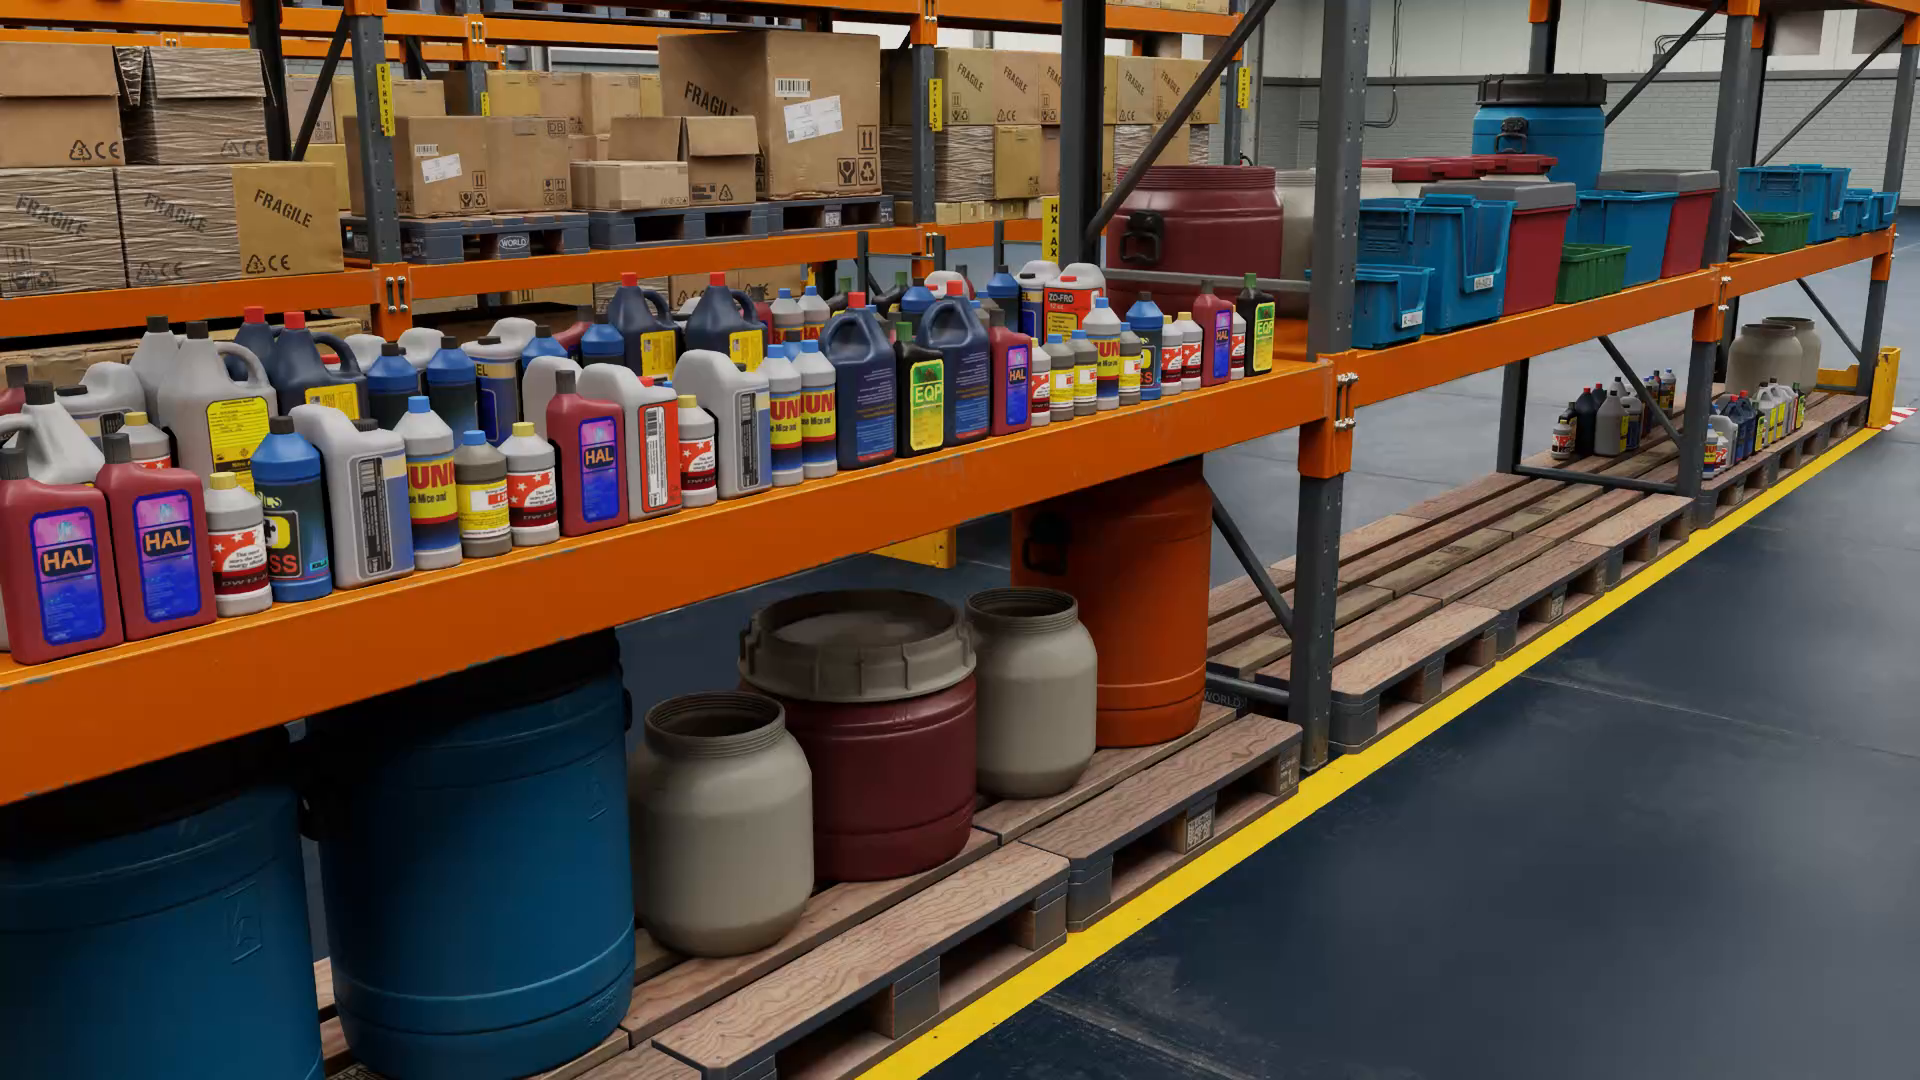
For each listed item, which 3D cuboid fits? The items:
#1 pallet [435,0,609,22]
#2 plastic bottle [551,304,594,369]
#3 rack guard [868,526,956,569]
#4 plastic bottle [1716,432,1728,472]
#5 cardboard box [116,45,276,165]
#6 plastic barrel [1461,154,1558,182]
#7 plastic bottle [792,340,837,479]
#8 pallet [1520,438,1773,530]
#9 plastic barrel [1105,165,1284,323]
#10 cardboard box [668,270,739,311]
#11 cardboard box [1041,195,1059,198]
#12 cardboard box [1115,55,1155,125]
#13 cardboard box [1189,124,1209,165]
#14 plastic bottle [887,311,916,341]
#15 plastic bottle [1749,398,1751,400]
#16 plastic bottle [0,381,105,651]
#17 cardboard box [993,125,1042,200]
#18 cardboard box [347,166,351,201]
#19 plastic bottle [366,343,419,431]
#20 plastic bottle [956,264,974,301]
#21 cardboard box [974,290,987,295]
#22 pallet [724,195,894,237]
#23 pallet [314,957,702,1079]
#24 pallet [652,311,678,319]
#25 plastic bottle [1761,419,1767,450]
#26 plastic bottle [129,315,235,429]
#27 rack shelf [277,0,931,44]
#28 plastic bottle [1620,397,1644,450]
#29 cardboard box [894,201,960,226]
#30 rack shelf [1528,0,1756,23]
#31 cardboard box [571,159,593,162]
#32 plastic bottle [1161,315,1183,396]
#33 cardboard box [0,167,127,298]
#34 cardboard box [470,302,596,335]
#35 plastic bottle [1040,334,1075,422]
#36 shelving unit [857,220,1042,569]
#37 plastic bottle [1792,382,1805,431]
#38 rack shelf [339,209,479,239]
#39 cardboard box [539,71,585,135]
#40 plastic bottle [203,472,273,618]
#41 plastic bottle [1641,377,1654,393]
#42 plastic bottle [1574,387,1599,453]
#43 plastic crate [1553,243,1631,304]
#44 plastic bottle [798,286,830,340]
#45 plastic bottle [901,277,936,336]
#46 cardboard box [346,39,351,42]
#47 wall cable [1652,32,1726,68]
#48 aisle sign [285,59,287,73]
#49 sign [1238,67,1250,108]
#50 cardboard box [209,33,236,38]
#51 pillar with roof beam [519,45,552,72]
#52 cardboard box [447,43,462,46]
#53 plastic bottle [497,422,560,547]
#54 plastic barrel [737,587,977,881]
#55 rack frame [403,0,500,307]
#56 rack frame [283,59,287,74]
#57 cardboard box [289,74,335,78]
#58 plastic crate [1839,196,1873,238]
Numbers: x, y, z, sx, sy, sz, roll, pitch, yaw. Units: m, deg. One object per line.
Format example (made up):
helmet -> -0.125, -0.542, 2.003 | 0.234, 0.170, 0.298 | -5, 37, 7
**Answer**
pallet -> -3.864, -4.690, 14.580 | 1.003, 0.211, 1.213 | 11, 18, 38
plastic bottle -> -0.884, -0.396, 3.825 | 0.061, 0.283, 0.133 | 11, 18, 38
rack guard -> -0.265, -0.040, 7.774 | 0.587, 0.250, 0.087 | 11, 18, 38
plastic bottle -> 3.930, -0.460, 8.630 | 0.097, 0.201, 0.097 | 0, 14, 0
cardboard box -> -3.578, -1.968, 7.538 | 0.797, 0.503, 0.637 | 12, 19, 39
plastic barrel -> 2.489, -1.487, 7.609 | 0.433, 0.535, 0.433 | 0, 14, 0
plastic bottle -> -0.297, -0.264, 3.332 | 0.097, 0.271, 0.097 | 0, 14, 0
pallet -> 3.715, -0.341, 9.038 | 1.003, 0.211, 1.213 | 11, 18, 38
plastic barrel -> 0.803, -1.006, 5.716 | 0.600, 0.536, 0.708 | 11, 18, 38
cardboard box -> -2.798, -2.755, 16.338 | 0.875, 0.875, 0.875 | 11, 18, 37
cardboard box -> 0.544, -2.453, 12.198 | 0.380, 0.149, 0.250 | 11, 18, 38
cardboard box -> 1.143, -3.445, 12.753 | 0.500, 0.500, 0.500 | 11, 18, 38
cardboard box -> 1.555, -3.195, 13.799 | 0.875, 0.500, 0.500 | 11, 18, 38
plastic bottle -> -0.123, -0.373, 3.735 | 0.061, 0.283, 0.133 | 11, 18, 38
plastic bottle -> 4.586, -0.719, 9.652 | 0.097, 0.201, 0.097 | 0, 14, 0
plastic bottle -> -1.269, -0.040, 2.287 | 0.144, 0.351, 0.185 | 11, 18, 38
cardboard box -> 0.081, -2.697, 11.839 | 0.875, 0.500, 0.500 | 11, 18, 38
cardboard box -> -4.824, -2.934, 13.379 | 0.500, 0.500, 0.500 | 11, 18, 37
plastic bottle -> -1.116, -0.253, 3.286 | 0.097, 0.271, 0.097 | 0, 14, 0
plastic bottle -> -0.019, -0.659, 4.863 | 0.061, 0.283, 0.133 | 11, 18, 38
cardboard box -> 0.374, -1.641, 12.716 | 0.500, 0.500, 0.500 | 9, 17, 33
pallet -> -1.185, -2.120, 10.767 | 1.003, 0.211, 1.213 | 11, 18, 38
pallet -> -1.250, 1.172, 3.082 | 1.003, 0.211, 1.213 | 11, 18, 38
pallet -> -3.081, -2.141, 16.121 | 1.003, 0.211, 1.213 | 11, 18, 38
plastic bottle -> 4.405, -0.605, 9.201 | 0.097, 0.201, 0.097 | 0, 14, 0
plastic bottle -> -1.444, -0.241, 3.081 | 0.144, 0.351, 0.185 | 11, 18, 38
rack shelf -> -1.849, -3.059, 9.442 | 1.077, 0.370, 4.000 | 11, 18, 38
plastic bottle -> 3.693, -0.650, 9.229 | 0.152, 0.276, 0.135 | 11, 18, 38
cardboard box -> -0.223, -2.210, 11.240 | 0.380, 0.149, 0.250 | 11, 18, 38
rack shelf -> 2.004, -2.293, 6.425 | 1.077, 0.370, 4.000 | 11, 18, 38
cardboard box -> -2.268, -2.071, 9.602 | 0.396, 0.266, 0.258 | 11, 18, 36
plastic bottle -> 0.531, -0.483, 4.335 | 0.097, 0.201, 0.097 | 0, 14, 0
cardboard box -> -3.865, -1.292, 6.914 | 0.500, 0.500, 0.500 | 11, 18, 36
cardboard box -> -2.383, -1.172, 9.306 | 0.500, 0.250, 0.500 | -14, 20, -43
plastic bottle -> 0.225, -0.390, 3.968 | 0.097, 0.201, 0.097 | 0, 14, 0
shelving unit -> 0.048, -0.742, 7.996 | 0.587, 1.500, 1.083 | 11, 18, 38
plastic bottle -> 4.902, -0.789, 9.759 | 0.061, 0.283, 0.133 | 12, 18, 39
rack shelf -> -5.643, -2.392, 12.909 | 1.077, 0.370, 4.000 | 11, 18, 38
cardboard box -> -3.872, -3.909, 14.920 | 0.875, 0.550, 0.550 | 11, 18, 38
plastic bottle -> -1.063, 0.003, 2.422 | 0.097, 0.201, 0.097 | 0, 14, 0
plastic bottle -> 4.114, -0.844, 10.000 | 0.097, 0.271, 0.097 | 0, 14, 0
plastic bottle -> 3.441, -0.668, 9.147 | 0.144, 0.351, 0.185 | 11, 18, 36
plastic crate -> 2.386, -1.091, 6.755 | 0.450, 0.188, 0.662 | 11, 18, 38
plastic bottle -> -0.391, -0.533, 4.391 | 0.097, 0.271, 0.097 | 0, 14, 0
plastic bottle -> -0.114, -0.593, 4.628 | 0.097, 0.271, 0.097 | 0, 14, 0
cardboard box -> -6.723, -5.556, 18.320 | 0.380, 0.149, 0.250 | 11, 18, 37
wall cable -> 18.322, -14.599, 40.407 | 2.305, 6.003, 0.169 | 11, 18, 38
aisle sign -> -9.379, -6.631, 22.854 | 0.394, 0.787, 0.004 | 11, 18, 38
sign -> 2.341, -3.728, 13.711 | 0.100, 0.325, 0.005 | 11, 18, 38
cardboard box -> -7.703, -5.266, 17.176 | 0.380, 0.149, 0.250 | 11, 18, 38
pillar with roof beam -> -3.668, -8.801, 24.490 | 9.100, 9.000, 0.400 | 11, 18, 38
cardboard box -> -5.923, -5.804, 19.298 | 0.380, 0.149, 0.250 | 11, 18, 38
plastic bottle -> -0.734, -0.097, 2.817 | 0.097, 0.201, 0.097 | 0, 14, 0
plastic barrel -> -0.257, 0.473, 4.213 | 0.600, 0.588, 0.708 | 11, 18, 38
rack frame -> -4.386, -3.124, 14.328 | 1.000, 3.000, 0.127 | 11, 18, 38
rack frame -> -9.649, -5.404, 23.304 | 1.000, 3.000, 0.127 | 11, 18, 38
cardboard box -> -7.180, -4.785, 18.029 | 0.700, 0.500, 0.500 | 11, 18, 36
plastic crate -> 5.280, -1.999, 10.202 | 0.499, 0.251, 0.408 | 11, 18, 38
